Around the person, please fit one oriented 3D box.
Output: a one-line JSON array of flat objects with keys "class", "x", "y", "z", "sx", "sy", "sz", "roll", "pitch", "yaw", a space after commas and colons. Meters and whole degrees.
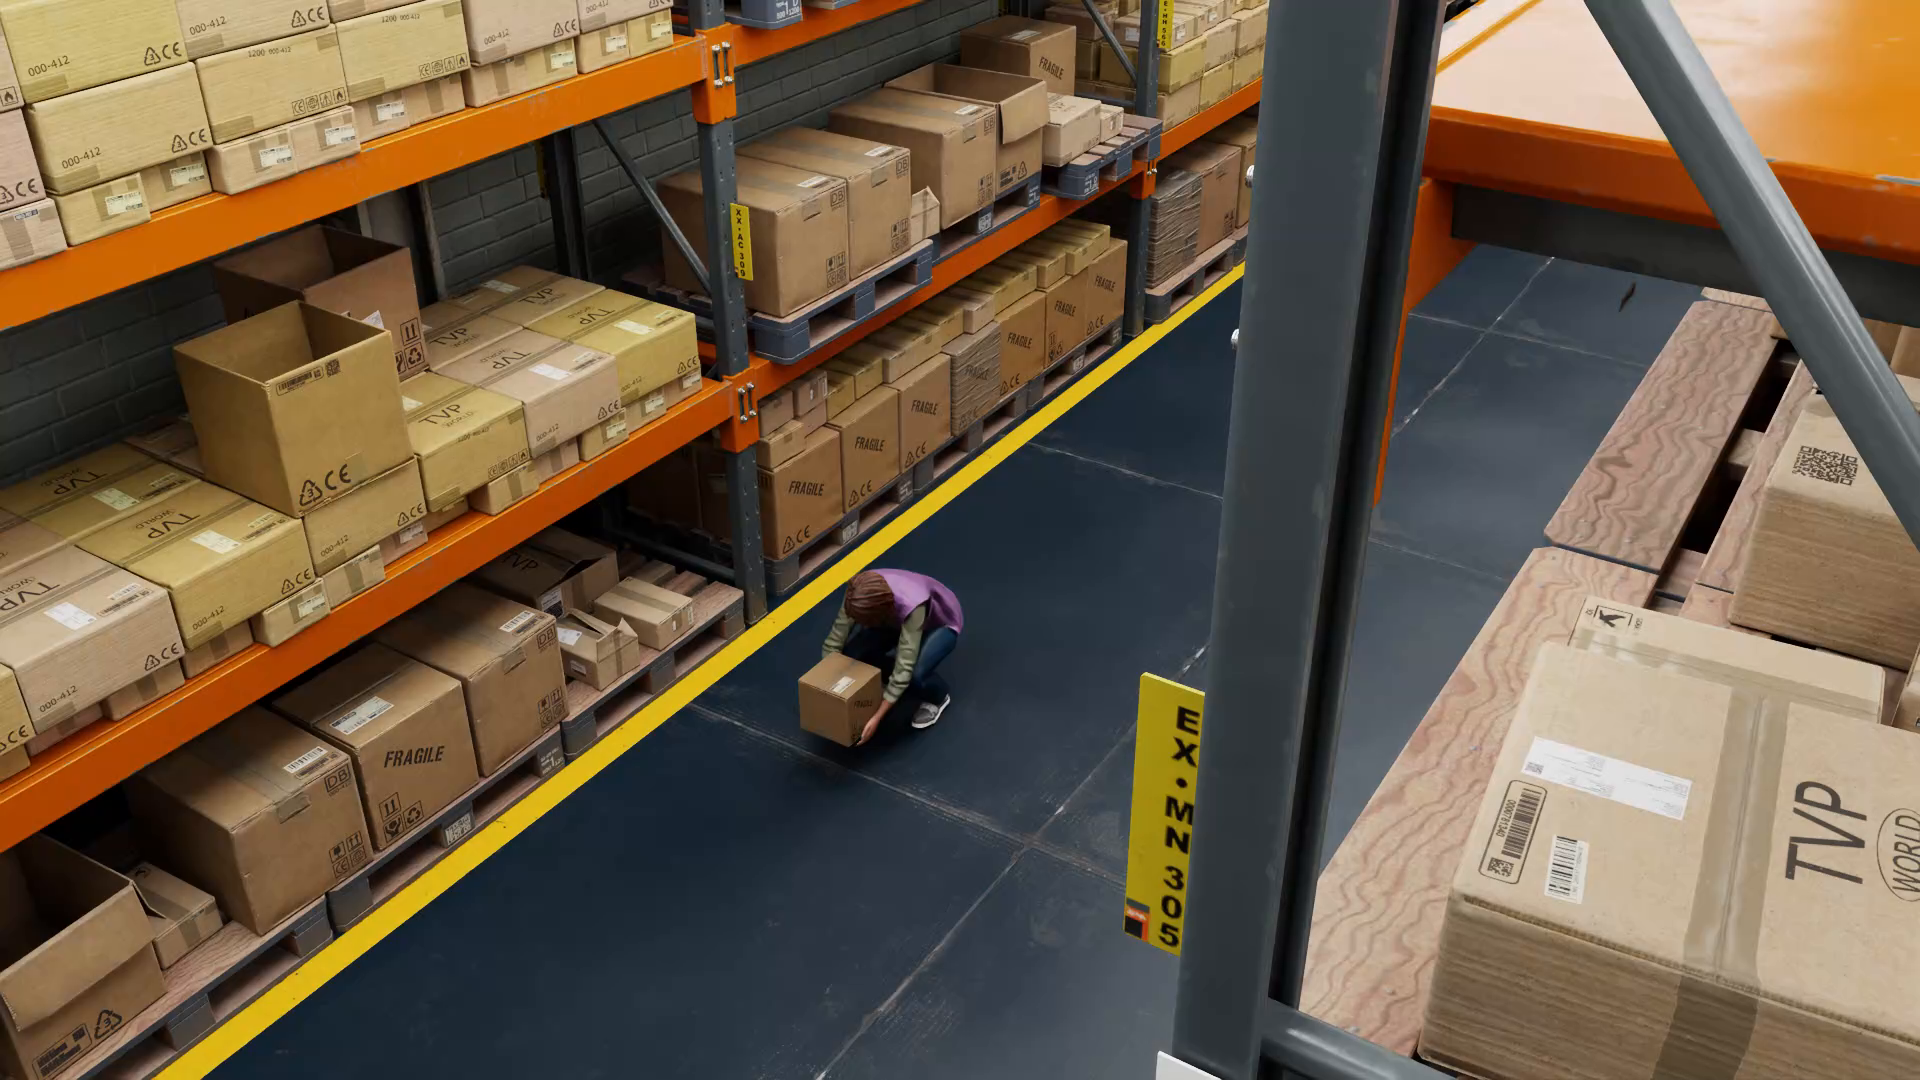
[{"class": "person", "x": -0.284, "y": 0.431, "z": 7.131, "sx": 0.451, "sy": 0.875, "sz": 0.822, "roll": 20, "pitch": 36, "yaw": 30}]
